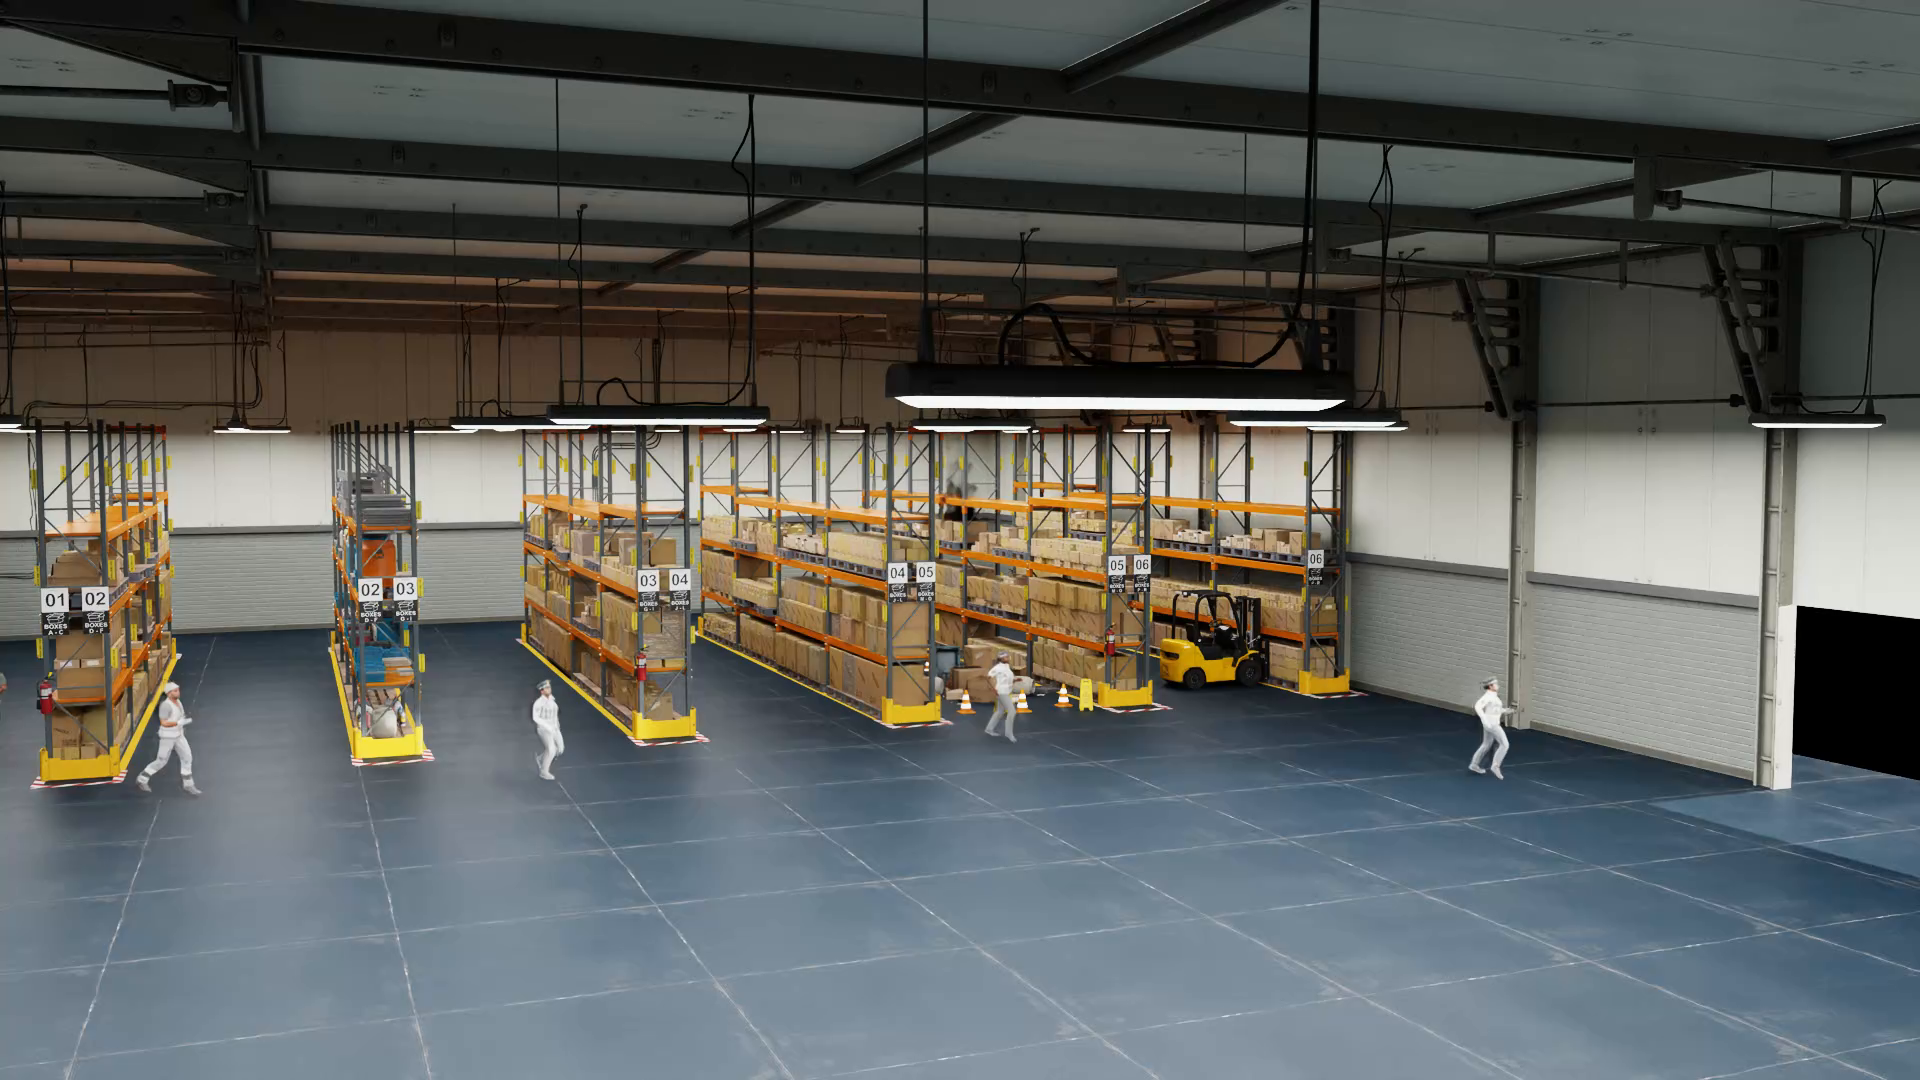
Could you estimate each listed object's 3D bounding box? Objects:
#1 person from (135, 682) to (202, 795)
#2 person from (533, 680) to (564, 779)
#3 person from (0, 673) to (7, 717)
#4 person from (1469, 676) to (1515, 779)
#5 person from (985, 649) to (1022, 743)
[{"bbox_3d":[-12.602,3.167,26.496,0.961,1.815,0.674,0,4,4],"label":"person"},{"bbox_3d":[-6.903,3.161,27.839,0.496,1.664,0.623,1,4,21],"label":"person"},{"bbox_3d":[-17.387,2.973,29.712,0.645,1.841,0.767,-2,4,-34],"label":"person"},{"bbox_3d":[8.928,3.138,27.888,0.699,1.740,0.577,1,4,17],"label":"person"},{"bbox_3d":[0.814,2.930,31.246,0.752,1.754,0.545,1,4,18],"label":"person"}]
